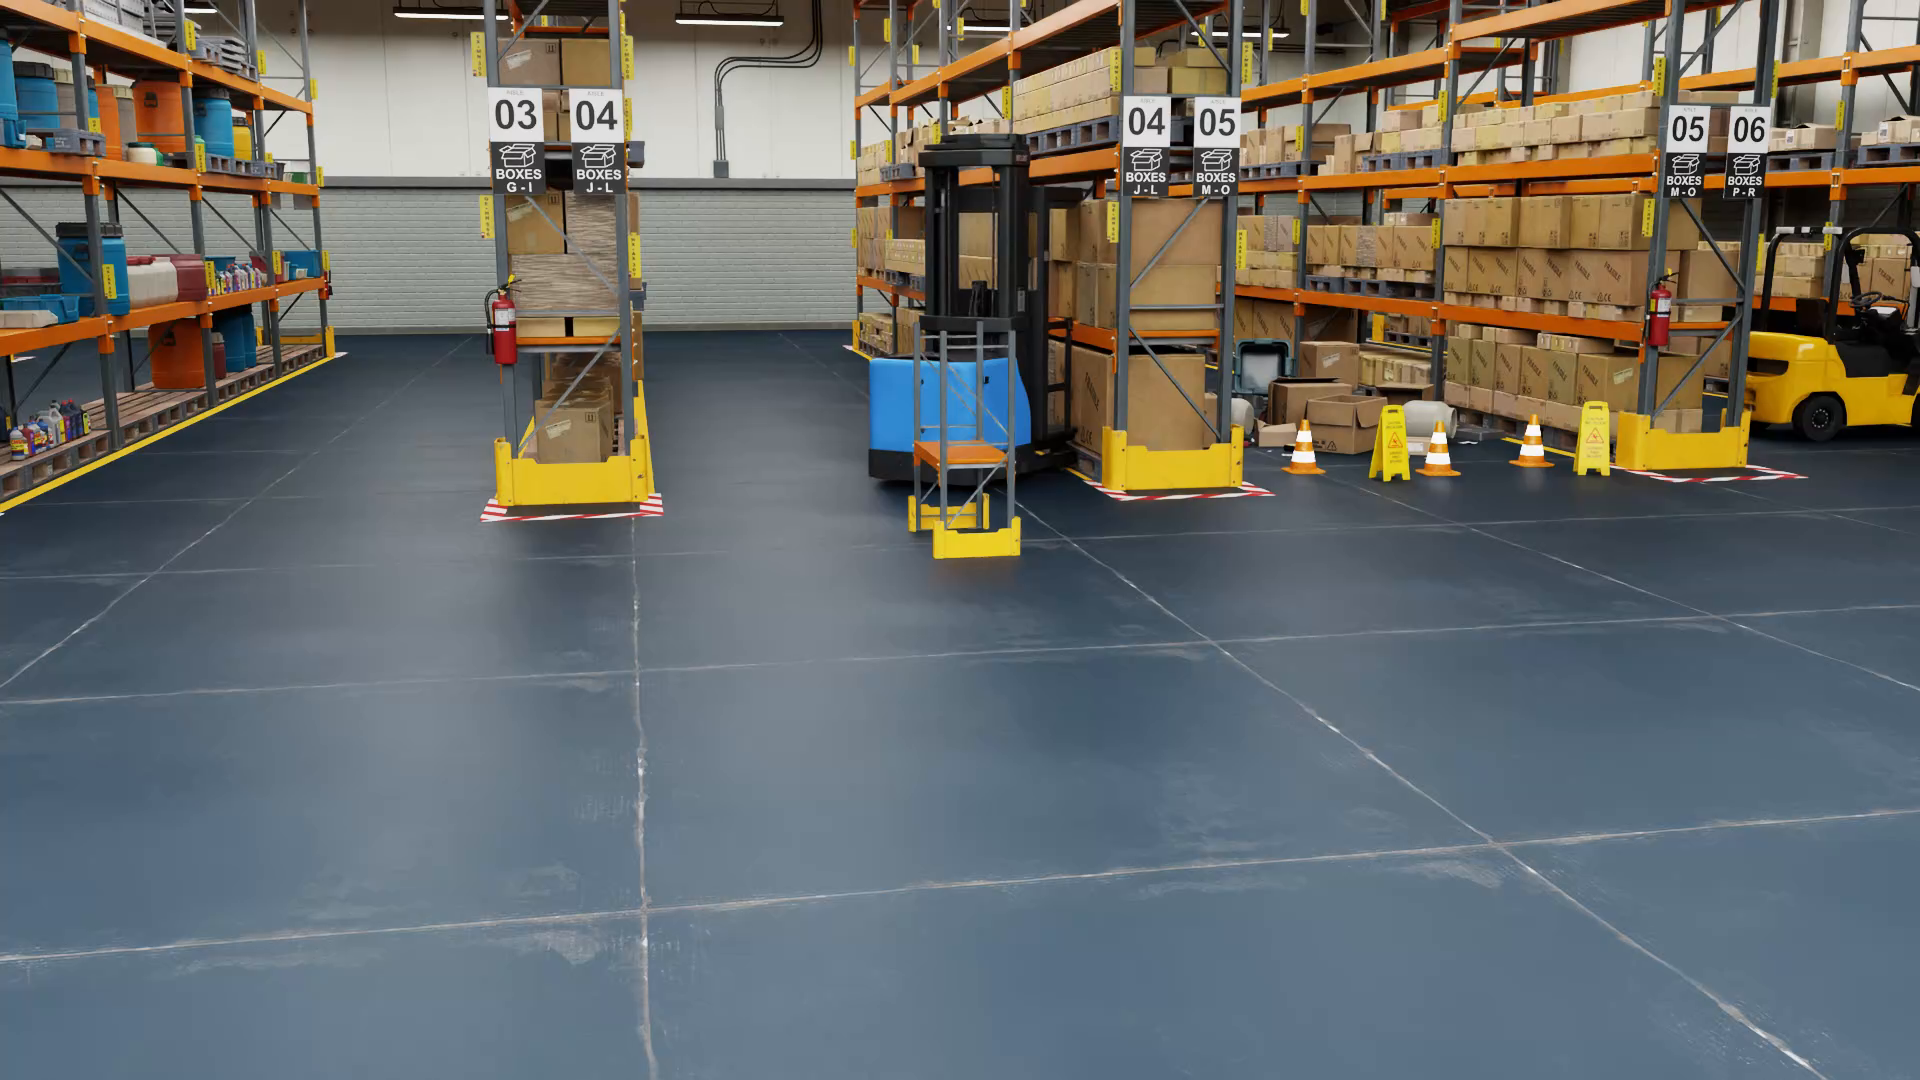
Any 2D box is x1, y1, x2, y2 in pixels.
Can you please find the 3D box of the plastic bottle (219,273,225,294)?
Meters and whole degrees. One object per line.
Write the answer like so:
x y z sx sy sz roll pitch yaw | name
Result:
-9.428 -3.268 21.189 0.097 0.271 0.097 0 11 0 | plastic bottle

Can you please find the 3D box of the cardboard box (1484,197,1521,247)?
5.875 -3.284 17.188 0.700 0.500 0.500 -2 11 -12 | cardboard box

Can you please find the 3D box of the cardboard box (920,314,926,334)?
-0.260 -2.963 22.799 0.500 0.250 0.500 -2 11 -10 | cardboard box

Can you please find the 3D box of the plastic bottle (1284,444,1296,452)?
3.264 -0.902 16.270 0.133 0.061 0.283 -6 13 -31 | plastic bottle

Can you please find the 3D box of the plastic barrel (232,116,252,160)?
-9.906 -5.412 22.461 0.600 0.588 0.600 0 11 0 | plastic barrel

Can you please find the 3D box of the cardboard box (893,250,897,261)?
-0.759 -4.140 24.176 0.380 0.149 0.250 -3 11 -13 | cardboard box

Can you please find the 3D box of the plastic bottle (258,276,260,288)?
-9.839 -3.622 23.233 0.097 0.201 0.097 0 11 0 | plastic bottle

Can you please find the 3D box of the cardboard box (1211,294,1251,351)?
4.496 -3.392 26.056 0.875 0.875 0.875 -2 11 -9 | cardboard box

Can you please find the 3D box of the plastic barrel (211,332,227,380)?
-9.836 -2.384 21.527 0.600 0.588 0.708 -2 11 -11 | plastic barrel

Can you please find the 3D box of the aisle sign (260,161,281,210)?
-11.365 -5.813 27.263 0.394 0.787 0.004 -2 11 -11 | aisle sign

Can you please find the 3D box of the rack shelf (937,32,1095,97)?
0.628 -5.439 19.198 1.077 0.370 4.000 -2 11 -11 | rack shelf

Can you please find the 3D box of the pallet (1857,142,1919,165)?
10.912 -4.329 18.633 1.003 0.211 1.213 -2 11 -11 | pallet

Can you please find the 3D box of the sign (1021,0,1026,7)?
0.783 -6.913 21.028 0.100 0.325 0.005 -2 11 -11 | sign

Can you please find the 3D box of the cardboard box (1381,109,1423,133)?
5.395 -5.013 19.931 0.500 0.250 0.500 -2 11 -10 | cardboard box

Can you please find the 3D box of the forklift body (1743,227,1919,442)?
9.341 -2.185 17.425 2.313 2.155 1.214 -2 11 -11 | forklift body

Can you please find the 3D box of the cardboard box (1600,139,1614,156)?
6.188 -3.639 15.445 0.380 0.149 0.250 -2 11 -9 | cardboard box

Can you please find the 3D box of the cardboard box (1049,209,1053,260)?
1.246 -3.009 16.195 0.875 0.550 0.550 -2 11 -11 | cardboard box

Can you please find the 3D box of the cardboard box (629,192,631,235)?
-3.020 -2.668 13.957 0.500 0.500 0.500 -2 11 -11 | cardboard box

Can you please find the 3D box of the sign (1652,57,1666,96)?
6.083 -4.032 14.465 0.100 0.325 0.005 -2 11 -11 | sign

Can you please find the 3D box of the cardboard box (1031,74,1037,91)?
0.904 -4.453 16.197 0.380 0.149 0.250 -2 11 -12 | cardboard box

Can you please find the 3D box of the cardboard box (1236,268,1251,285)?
4.398 -3.895 24.540 0.500 0.250 0.500 -2 11 -12 | cardboard box

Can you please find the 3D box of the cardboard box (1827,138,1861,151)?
10.749 -4.823 20.272 0.380 0.149 0.250 -2 11 -11 | cardboard box

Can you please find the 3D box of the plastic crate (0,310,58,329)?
-8.162 -1.915 14.438 0.530 0.136 0.437 -2 11 -11 | plastic crate

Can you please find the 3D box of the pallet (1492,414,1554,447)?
6.259 -1.157 17.212 1.003 0.211 1.213 -2 11 -11 | pallet

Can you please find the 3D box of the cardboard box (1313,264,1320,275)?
4.956 -3.623 22.260 0.380 0.149 0.250 -3 11 -14 | cardboard box

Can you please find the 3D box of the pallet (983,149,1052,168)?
0.790 -4.221 18.338 0.805 0.209 1.217 -3 11 -13 | pallet

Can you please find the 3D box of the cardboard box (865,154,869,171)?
-1.297 -6.242 27.512 0.500 0.250 0.500 -2 11 -10 | cardboard box

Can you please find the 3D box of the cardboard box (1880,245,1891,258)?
10.655 -3.260 18.799 0.380 0.149 0.250 -2 11 -11 | cardboard box

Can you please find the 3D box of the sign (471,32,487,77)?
-3.638 -3.671 12.572 0.100 0.325 0.005 -2 11 -11 | sign

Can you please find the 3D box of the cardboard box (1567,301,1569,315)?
6.170 -2.265 16.248 0.380 0.149 0.250 -2 11 -10 | cardboard box

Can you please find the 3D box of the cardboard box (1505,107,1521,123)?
5.838 -4.357 17.084 0.380 0.149 0.250 -2 11 -13 | cardboard box

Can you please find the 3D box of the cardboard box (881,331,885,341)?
-1.046 -3.238 26.391 0.380 0.149 0.250 -3 11 -13 | cardboard box

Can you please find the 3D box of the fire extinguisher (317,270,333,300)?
-10.644 -4.357 27.768 0.296 0.674 0.183 -2 11 -11 | fire extinguisher

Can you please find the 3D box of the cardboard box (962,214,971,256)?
0.416 -3.773 20.557 0.700 0.500 0.500 -2 11 -12 | cardboard box

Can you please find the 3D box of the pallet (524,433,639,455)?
-3.462 -0.797 15.319 1.003 0.211 1.213 -2 11 -11 | pallet

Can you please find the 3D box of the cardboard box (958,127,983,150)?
0.262 -4.831 20.044 0.500 0.250 0.500 -2 11 -9 | cardboard box

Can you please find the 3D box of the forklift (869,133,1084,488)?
0.416 -2.101 14.898 1.130 2.935 3.031 6 13 31 | forklift

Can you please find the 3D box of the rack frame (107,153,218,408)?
-9.504 -3.066 19.785 1.000 3.000 0.127 -2 11 -11 | rack frame

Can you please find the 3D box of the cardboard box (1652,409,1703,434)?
6.745 -1.153 15.963 0.500 0.250 0.500 -2 11 -11 | cardboard box

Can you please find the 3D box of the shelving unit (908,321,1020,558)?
0.015 -0.723 11.483 0.587 1.500 1.083 -2 11 -11 | shelving unit

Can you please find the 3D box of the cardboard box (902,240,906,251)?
-0.605 -4.142 23.392 0.380 0.149 0.250 -2 11 -9 | cardboard box

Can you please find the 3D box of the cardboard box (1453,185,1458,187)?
8.651 -6.117 28.461 0.380 0.149 0.250 -2 11 -9 | cardboard box

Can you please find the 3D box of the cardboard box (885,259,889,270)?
-0.913 -4.136 24.952 0.380 0.149 0.250 -3 11 -14 | cardboard box

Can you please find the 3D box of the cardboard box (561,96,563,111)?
-3.042 -3.527 13.516 0.380 0.149 0.250 -2 11 -12 | cardboard box

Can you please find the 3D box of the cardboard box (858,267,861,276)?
-1.575 -4.681 28.939 0.380 0.149 0.250 -2 11 -11 | cardboard box

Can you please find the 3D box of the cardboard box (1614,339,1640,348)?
9.650 -2.836 24.137 0.500 0.500 0.500 -2 11 -9 | cardboard box

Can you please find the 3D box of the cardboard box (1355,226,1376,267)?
5.243 -3.633 20.575 0.500 0.500 0.500 -3 11 -13 | cardboard box

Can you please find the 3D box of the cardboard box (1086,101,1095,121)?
1.299 -3.689 14.313 0.380 0.149 0.250 -2 11 -10 | cardboard box

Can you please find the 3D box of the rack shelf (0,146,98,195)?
-8.337 -3.086 13.790 1.077 0.370 4.000 -2 11 -11 | rack shelf

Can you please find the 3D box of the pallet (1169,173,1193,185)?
3.914 -6.144 28.170 1.003 0.211 1.213 -2 11 -11 | pallet

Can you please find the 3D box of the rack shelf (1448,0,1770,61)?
6.242 -5.098 16.349 1.077 0.370 4.000 -2 11 -11 | rack shelf

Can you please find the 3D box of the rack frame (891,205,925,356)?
-0.539 -4.142 25.436 1.000 3.000 0.127 -2 11 -11 | rack frame

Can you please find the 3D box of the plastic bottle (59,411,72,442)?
-8.208 -1.043 15.243 0.061 0.283 0.133 -1 11 -7 | plastic bottle

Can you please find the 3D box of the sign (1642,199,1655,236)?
6.083 -2.847 14.691 0.100 0.325 0.005 -2 11 -11 | sign

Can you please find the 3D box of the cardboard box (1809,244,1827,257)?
10.437 -3.477 19.939 0.380 0.149 0.250 -2 11 -9 | cardboard box

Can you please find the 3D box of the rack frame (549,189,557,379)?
-4.646 -3.246 20.731 1.000 3.000 0.127 -2 11 -11 | rack frame

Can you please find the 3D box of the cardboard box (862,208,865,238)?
-1.385 -5.378 28.191 0.500 0.500 0.500 -2 11 -9 | cardboard box

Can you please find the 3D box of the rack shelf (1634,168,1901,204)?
10.332 -4.541 21.436 1.077 0.370 4.000 -2 11 -11 | rack shelf
